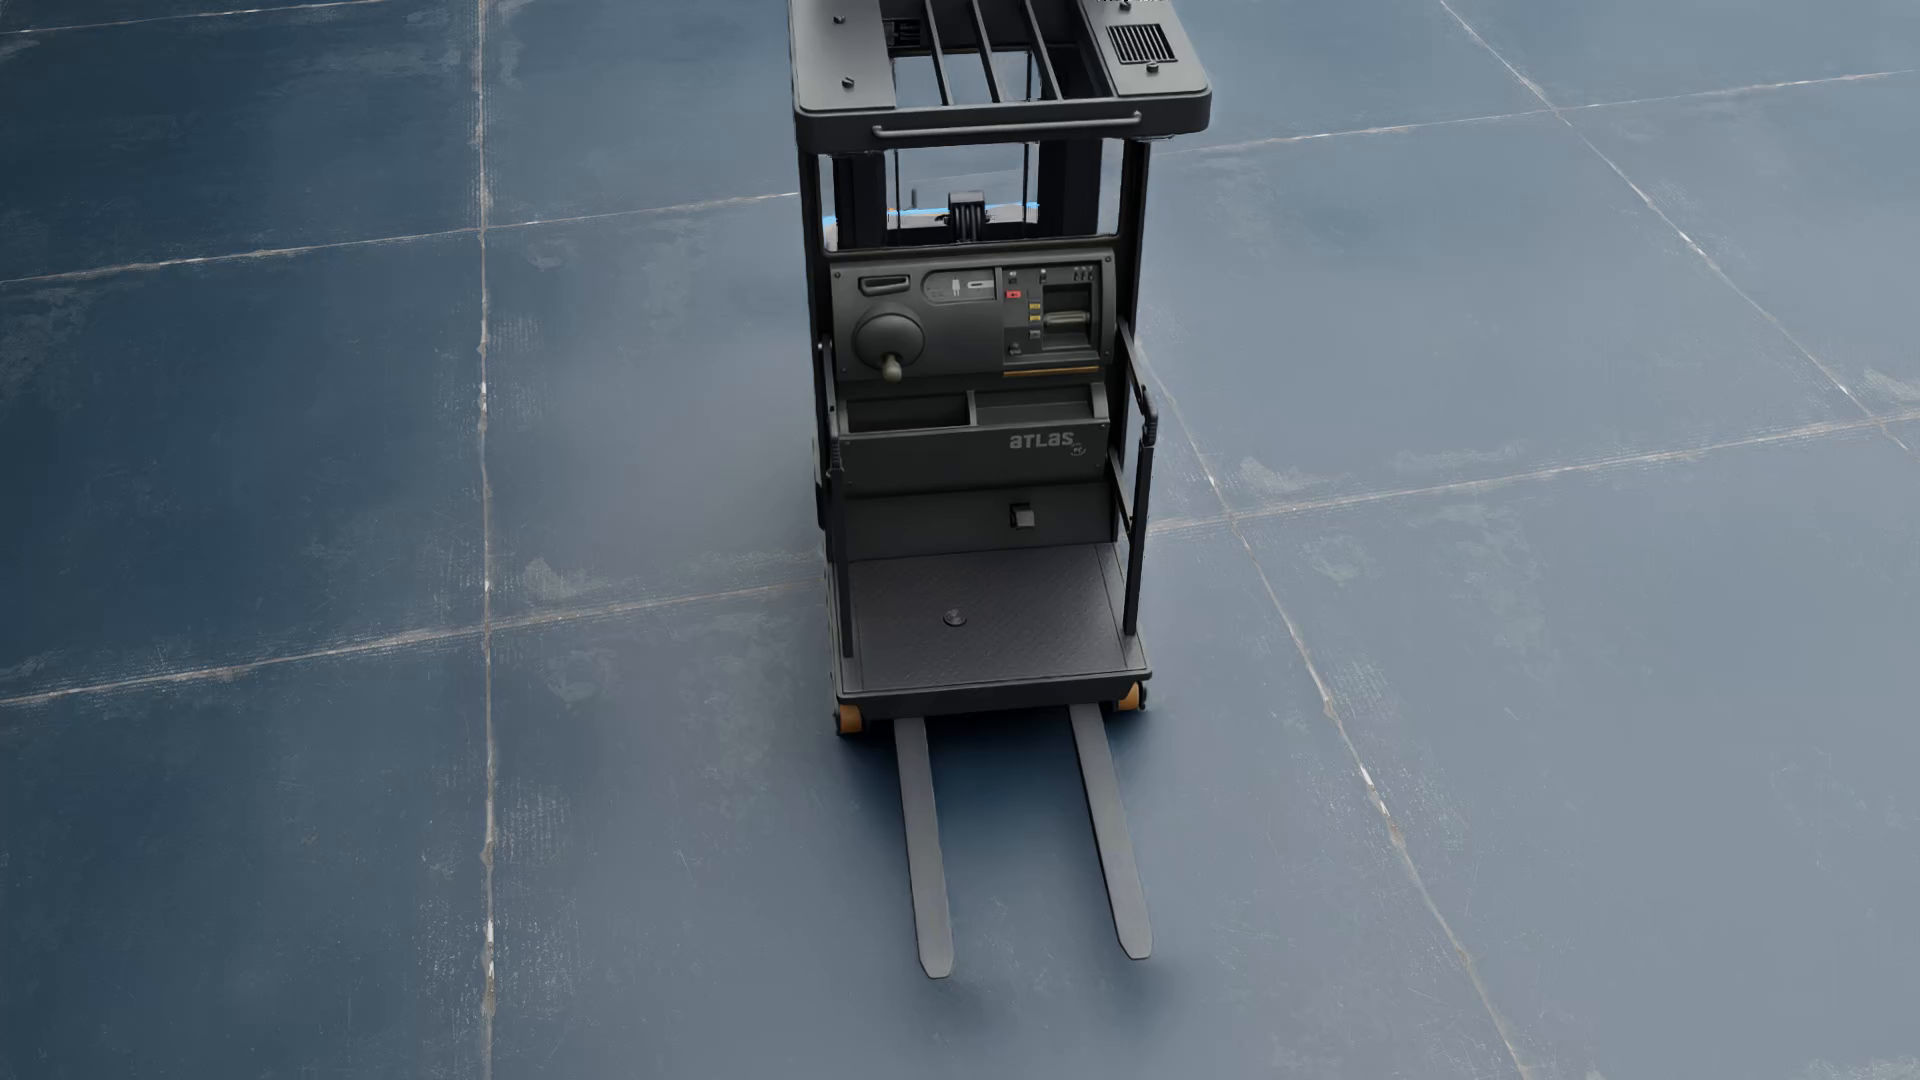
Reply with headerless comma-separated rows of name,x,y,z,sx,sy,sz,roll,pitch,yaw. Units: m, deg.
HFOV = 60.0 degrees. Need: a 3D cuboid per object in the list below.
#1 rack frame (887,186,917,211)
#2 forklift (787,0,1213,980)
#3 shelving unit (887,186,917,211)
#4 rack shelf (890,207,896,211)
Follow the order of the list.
rack frame,-0.238,-0.998,7.084,0.008,1.050,0.200,25,47,25
forklift,0.073,-0.648,5.272,1.130,2.935,3.031,-4,42,-5
shelving unit,-0.338,-1.045,7.136,0.252,1.050,0.215,25,47,25
rack shelf,-0.338,-1.249,6.955,0.240,0.259,0.215,25,47,25
